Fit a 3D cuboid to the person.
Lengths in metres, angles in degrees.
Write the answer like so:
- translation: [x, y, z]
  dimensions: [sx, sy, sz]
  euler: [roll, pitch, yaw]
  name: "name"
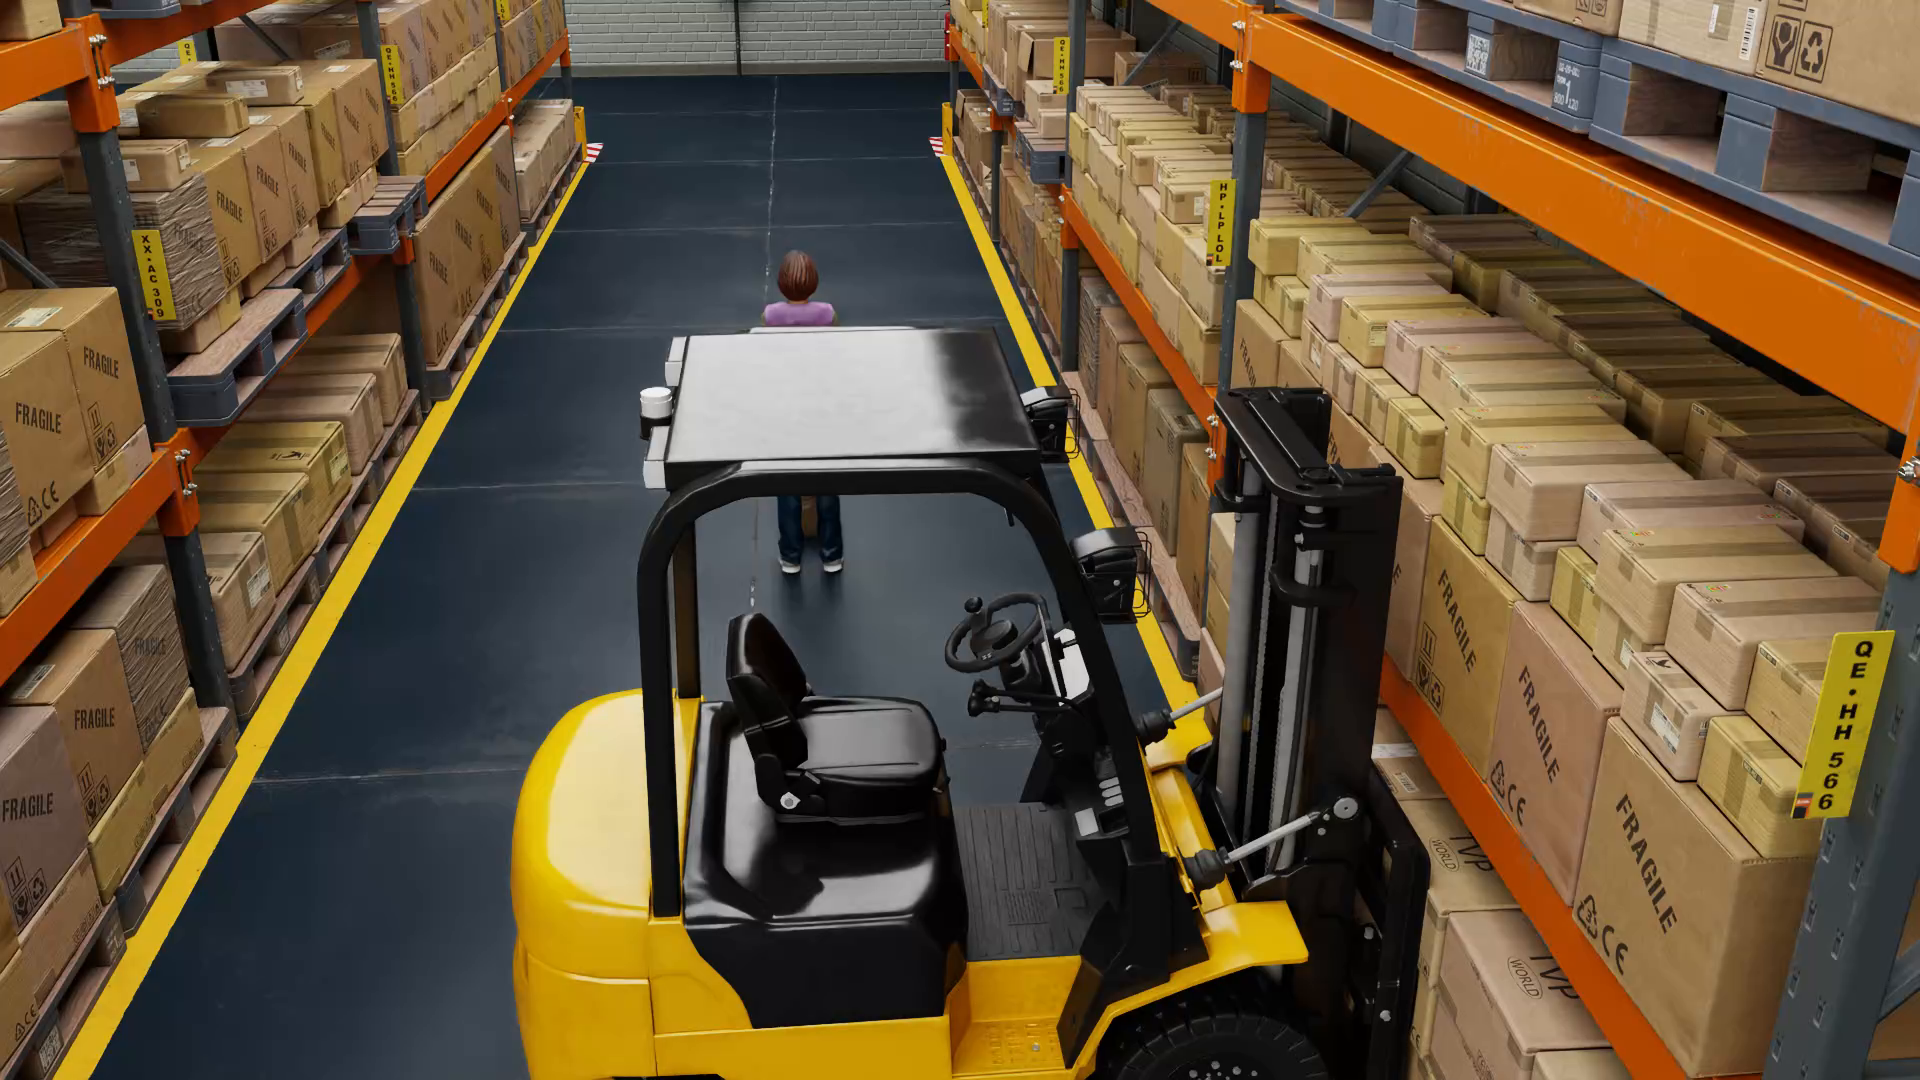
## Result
- translation: [-0.757, -0.601, 7.961]
  dimensions: [0.405, 1.598, 0.304]
  euler: [-2, 24, -4]
  name: "person"
